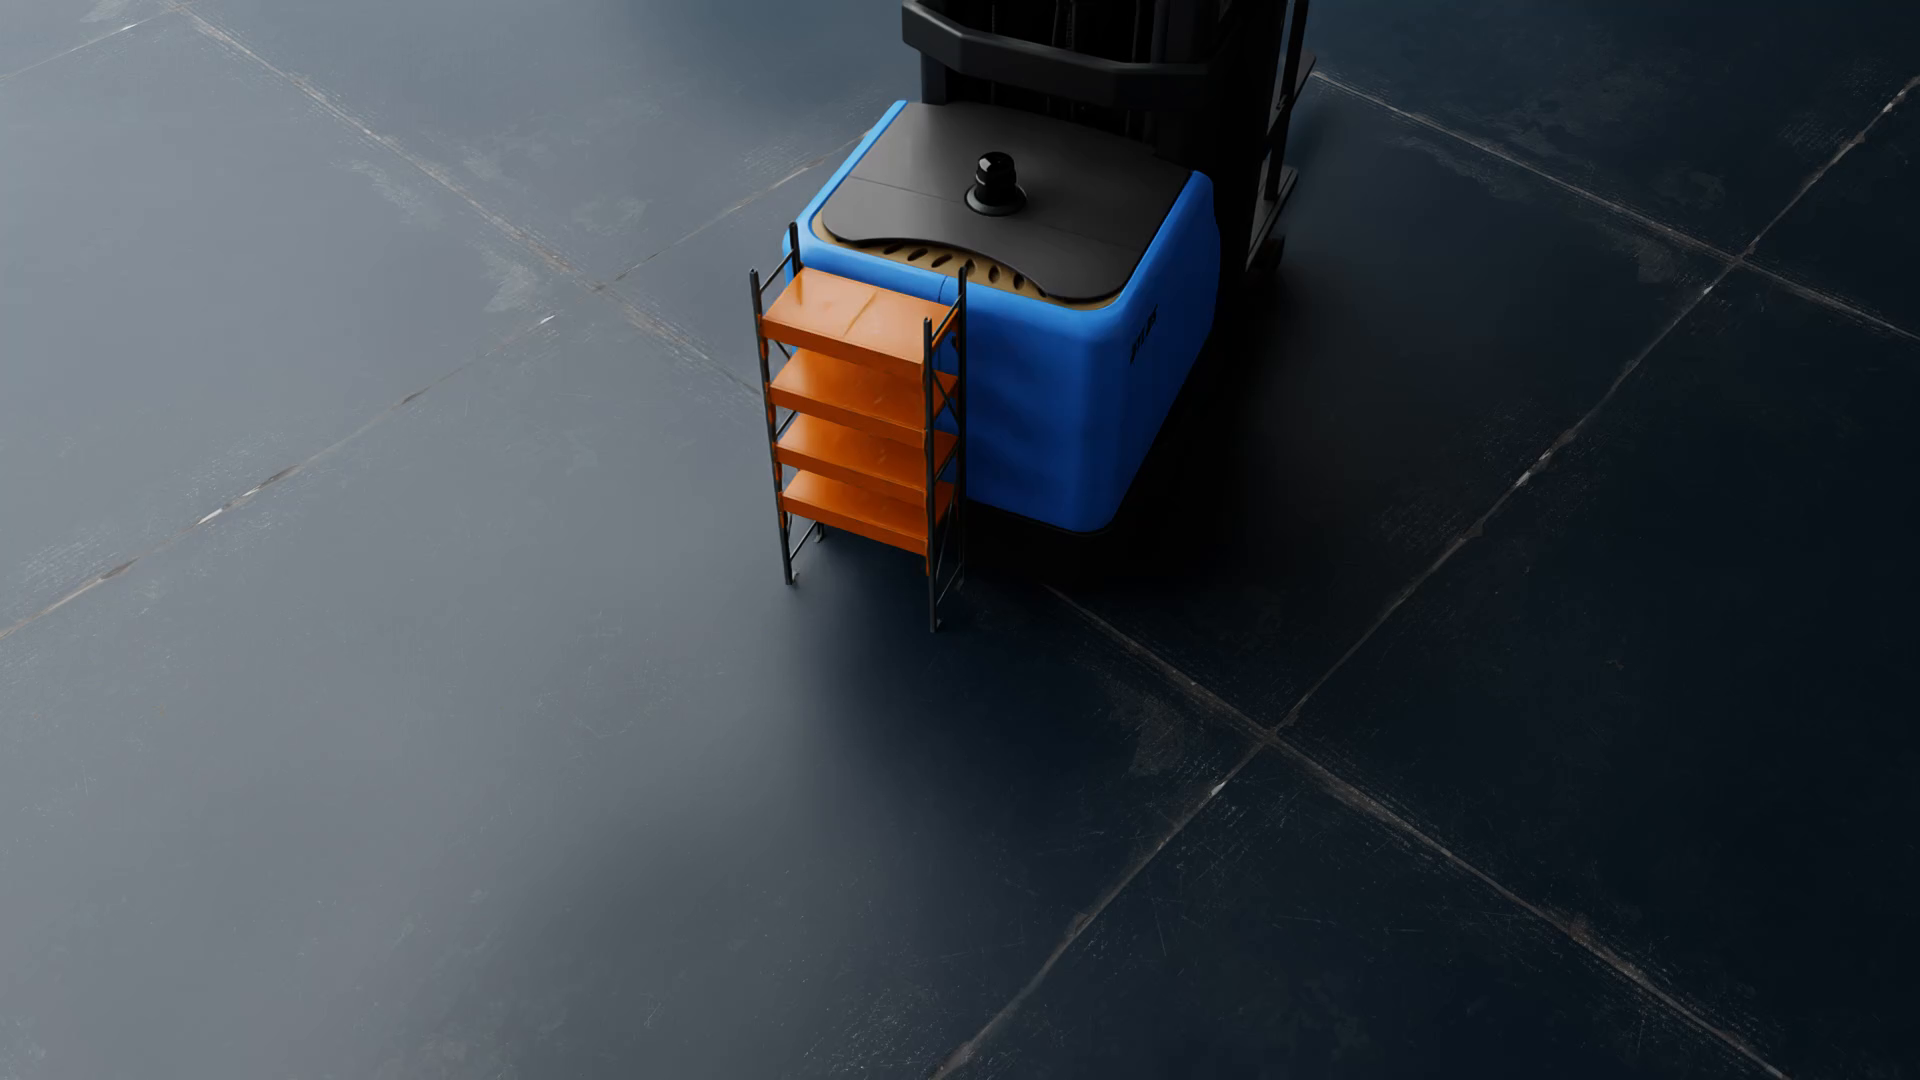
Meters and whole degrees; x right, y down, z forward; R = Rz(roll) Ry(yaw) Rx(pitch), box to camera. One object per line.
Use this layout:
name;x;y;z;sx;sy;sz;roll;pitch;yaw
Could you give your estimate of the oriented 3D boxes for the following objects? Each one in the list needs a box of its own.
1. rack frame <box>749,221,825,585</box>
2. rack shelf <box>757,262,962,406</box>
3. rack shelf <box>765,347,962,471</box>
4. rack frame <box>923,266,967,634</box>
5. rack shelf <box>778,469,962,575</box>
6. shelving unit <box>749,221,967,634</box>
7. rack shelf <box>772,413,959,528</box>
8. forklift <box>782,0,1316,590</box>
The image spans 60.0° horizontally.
rack frame;-0.484;-0.353;4.757;0.015;1.200;0.240;18;49;16
rack shelf;-0.261;-0.550;4.404;0.480;0.148;0.258;18;49;16
rack shelf;-0.260;-0.388;4.576;0.480;0.148;0.258;18;49;16
rack frame;-0.036;-0.211;4.624;0.015;1.200;0.240;18;49;16
rack shelf;-0.260;-0.100;4.885;0.480;0.148;0.258;18;49;16
shelving unit;-0.260;-0.282;4.691;0.503;1.200;0.258;18;49;16
rack shelf;-0.260;-0.236;4.740;0.480;0.148;0.258;18;49;16
forklift;0.544;-1.942;5.062;1.130;2.935;3.031;18;49;16
